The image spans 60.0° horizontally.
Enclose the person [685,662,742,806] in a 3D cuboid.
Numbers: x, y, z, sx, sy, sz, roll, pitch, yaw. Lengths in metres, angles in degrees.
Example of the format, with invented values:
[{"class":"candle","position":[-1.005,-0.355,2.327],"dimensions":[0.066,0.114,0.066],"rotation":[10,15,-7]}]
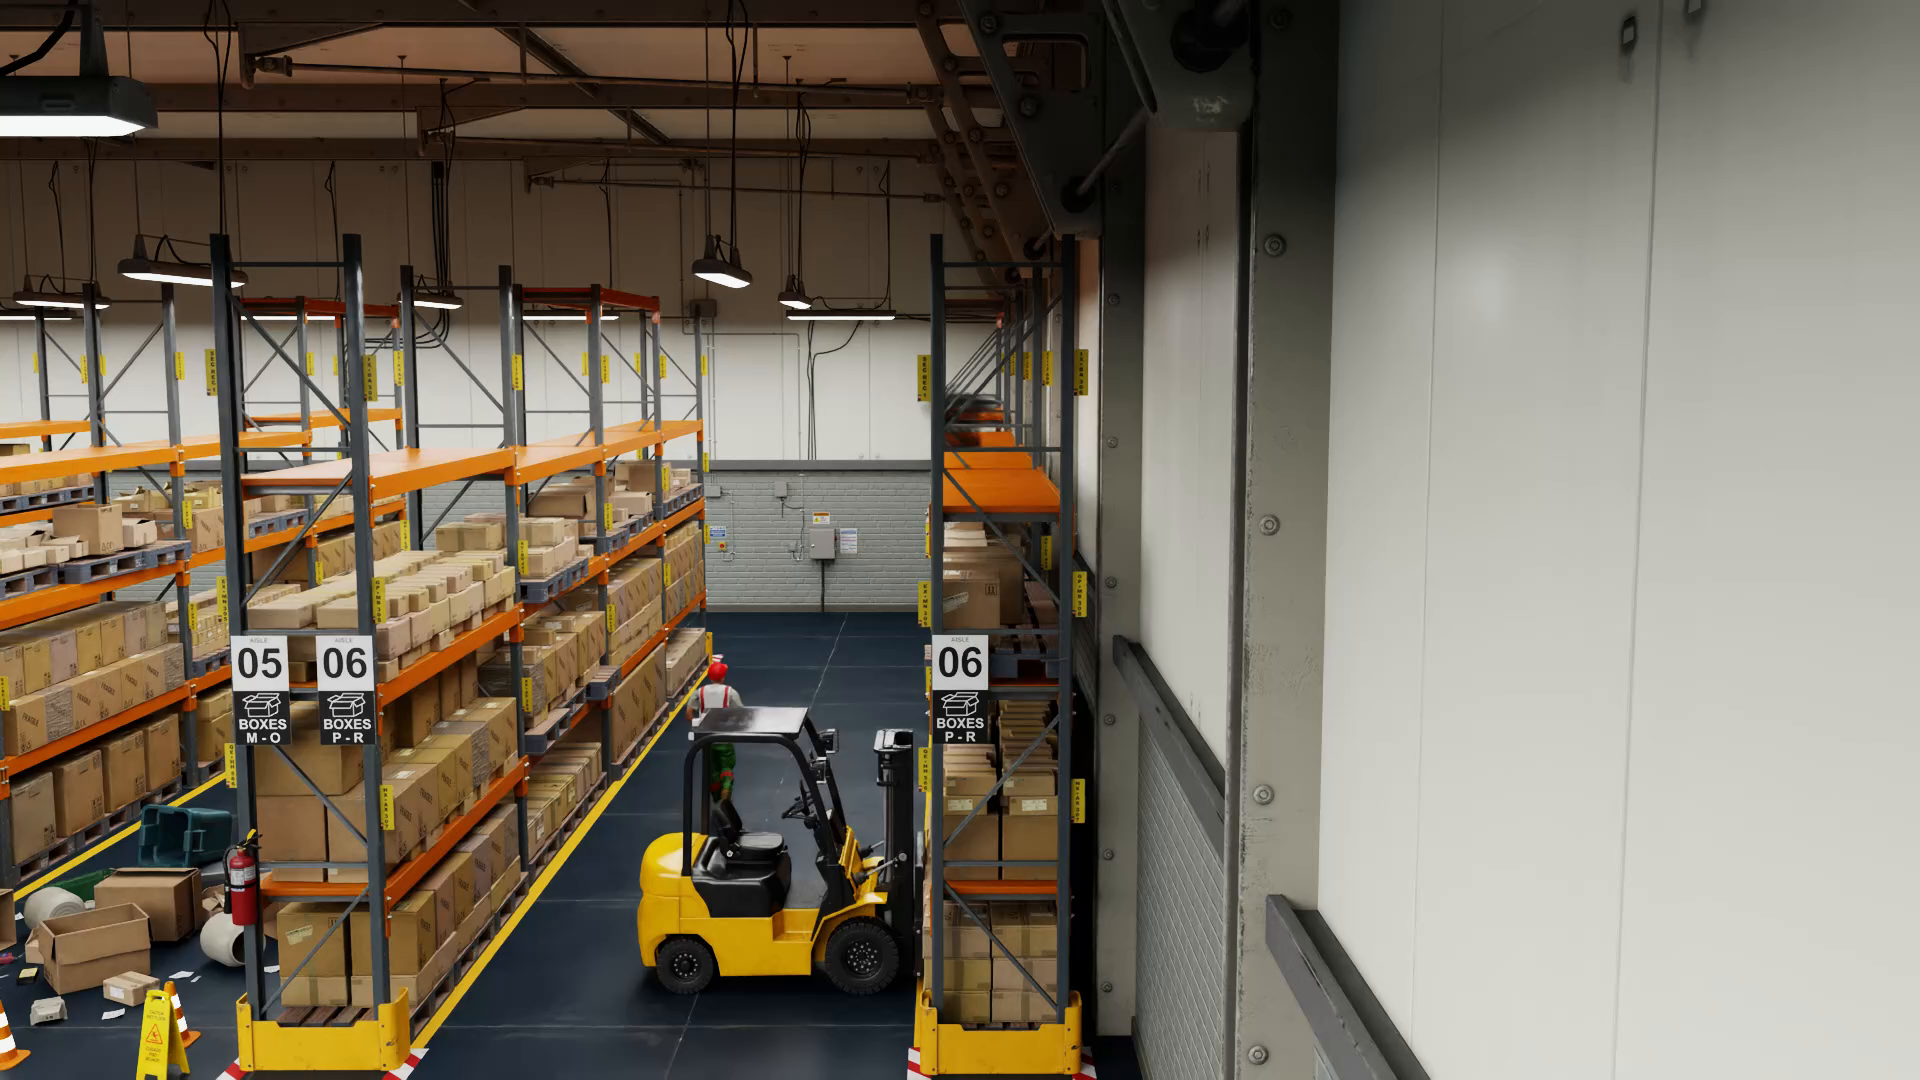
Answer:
[{"class":"person","position":[-2.747,2.248,18.656],"dimensions":[0.656,1.761,0.684],"rotation":[0,6,1]}]
